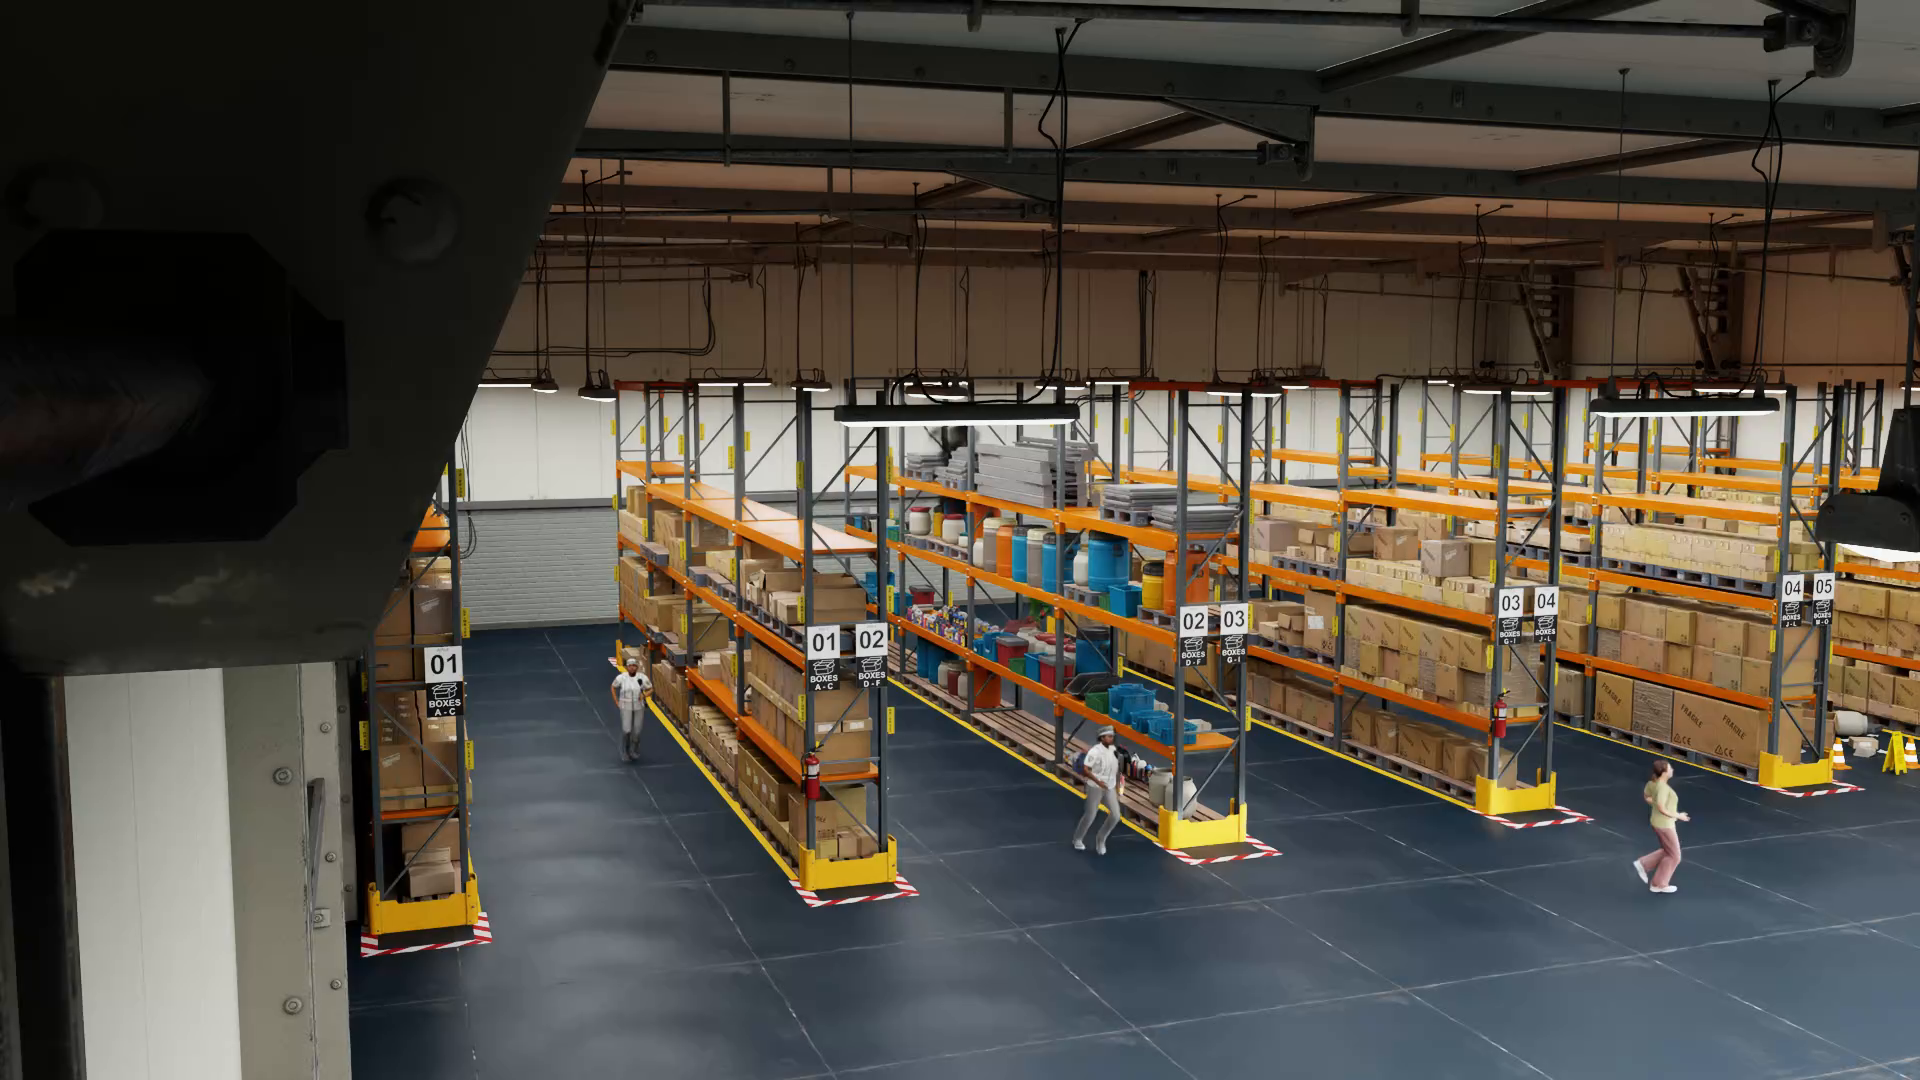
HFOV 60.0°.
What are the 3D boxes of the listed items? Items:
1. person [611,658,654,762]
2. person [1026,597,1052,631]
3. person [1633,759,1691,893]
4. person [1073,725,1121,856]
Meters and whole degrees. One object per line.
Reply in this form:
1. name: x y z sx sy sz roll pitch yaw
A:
1. person: -5.212 2.712 26.527 0.663 1.662 0.593 -2 6 -15
2. person: 1.836 1.279 39.342 0.679 1.736 0.629 -2 6 -20
3. person: 8.402 3.419 19.914 0.562 1.620 0.577 1 6 8
4. person: 1.857 3.235 21.627 0.651 1.682 0.647 -4 7 -31
